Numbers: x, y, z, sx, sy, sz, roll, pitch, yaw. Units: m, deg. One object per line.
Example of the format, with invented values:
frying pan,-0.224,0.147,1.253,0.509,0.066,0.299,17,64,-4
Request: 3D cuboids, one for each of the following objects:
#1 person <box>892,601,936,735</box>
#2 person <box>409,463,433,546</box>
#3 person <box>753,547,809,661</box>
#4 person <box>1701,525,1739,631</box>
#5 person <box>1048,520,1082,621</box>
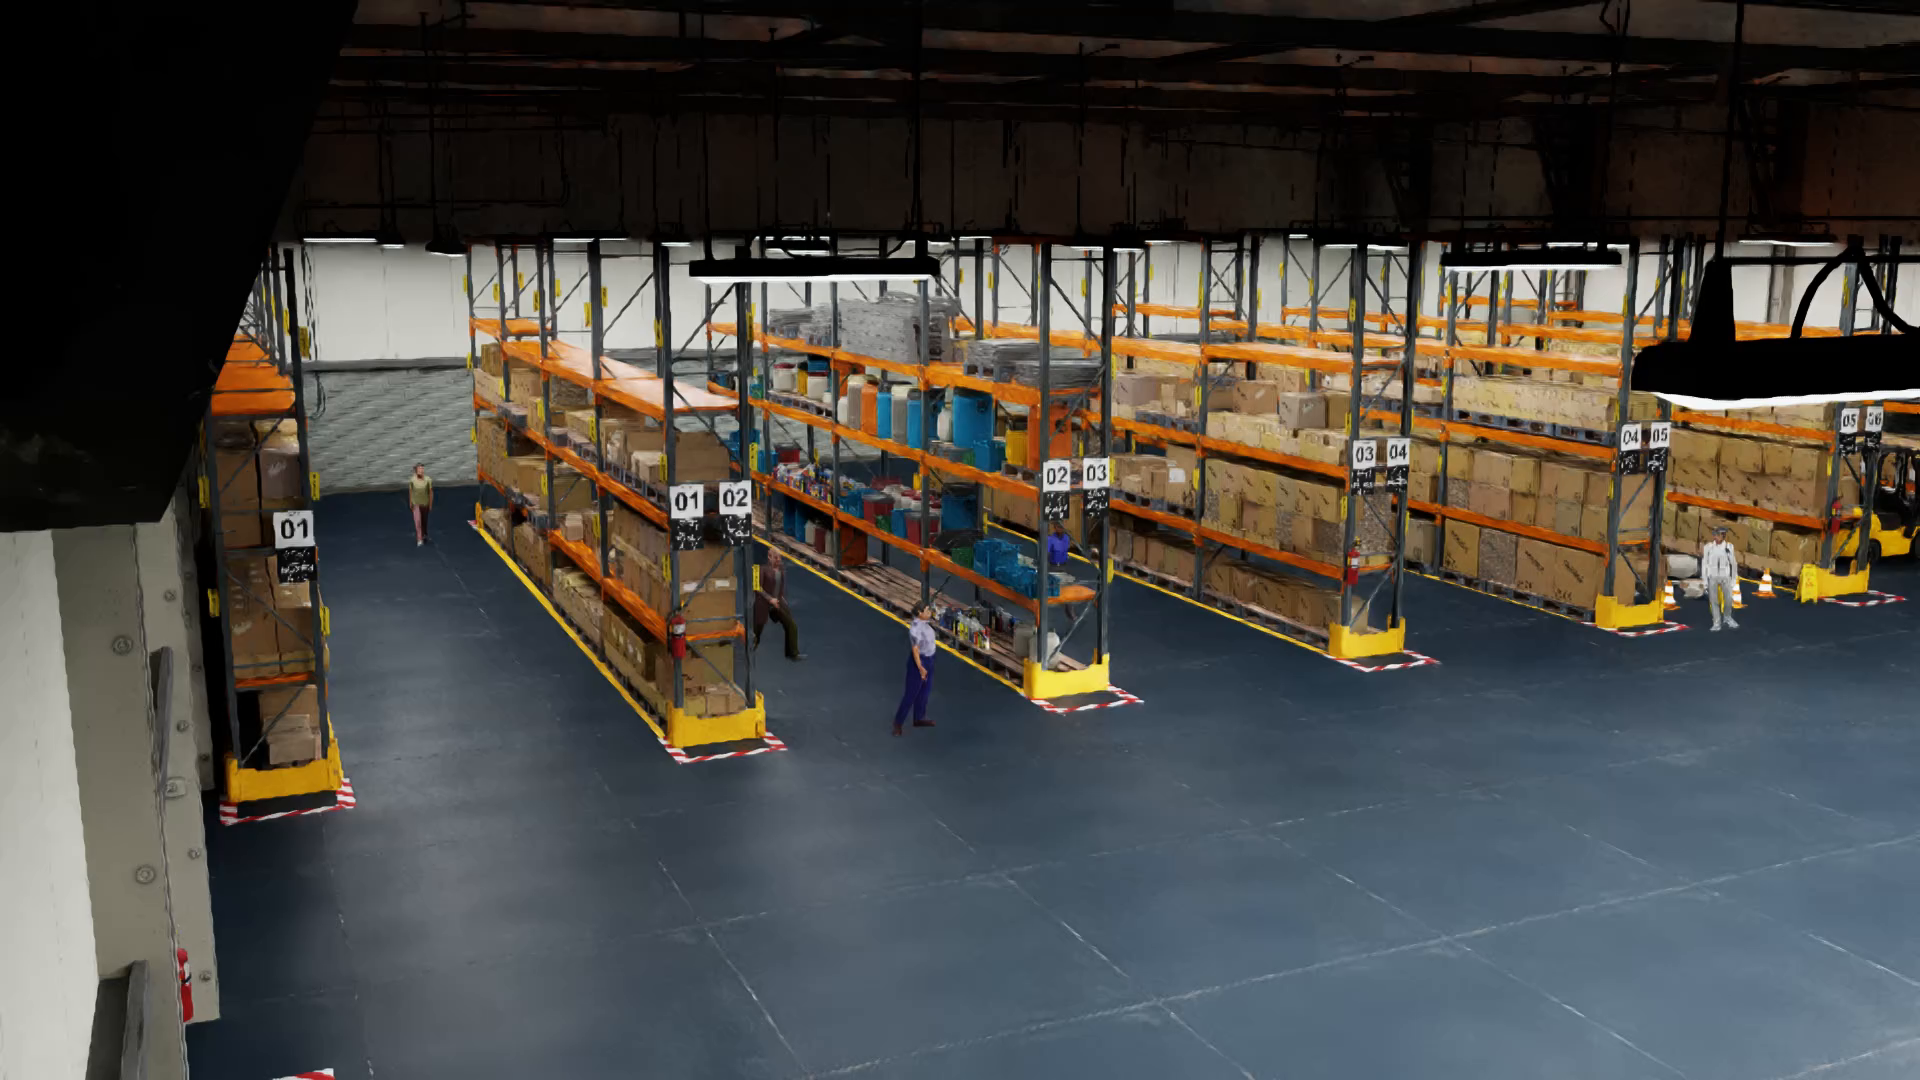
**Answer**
person,-0.577,1.580,20.713,0.485,1.644,0.679,3,11,16
person,-10.563,-0.734,32.645,0.446,1.591,1.110,-5,12,-26
person,-2.713,0.920,23.833,0.734,1.719,0.868,-10,15,-41
person,11.793,0.579,25.749,0.607,1.667,0.451,5,12,24
person,1.503,0.486,25.911,0.447,1.478,1.084,-4,12,-21
